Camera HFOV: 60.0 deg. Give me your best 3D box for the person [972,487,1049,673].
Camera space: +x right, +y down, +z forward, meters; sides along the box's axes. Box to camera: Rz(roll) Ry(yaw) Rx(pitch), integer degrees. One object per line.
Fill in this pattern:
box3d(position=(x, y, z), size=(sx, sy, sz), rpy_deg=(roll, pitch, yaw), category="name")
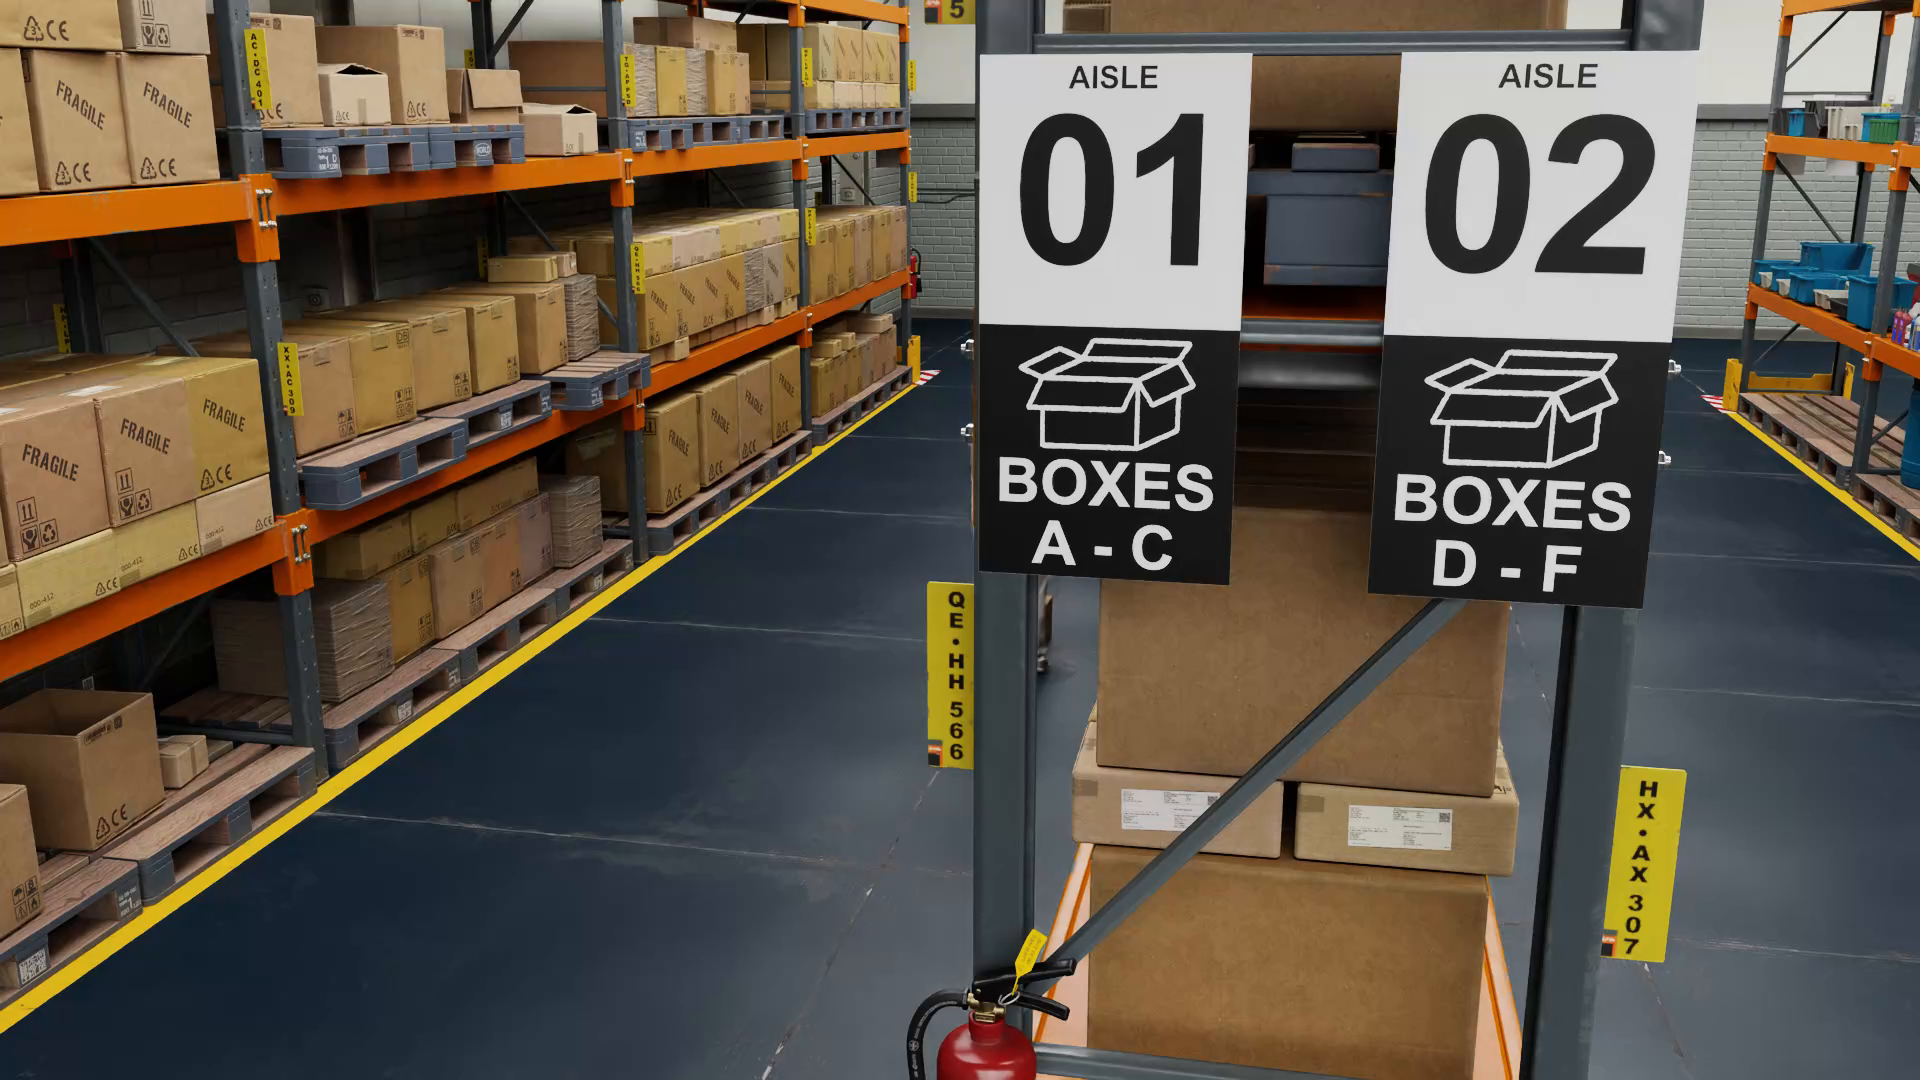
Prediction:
box3d(position=(0.304, -0.086, 9.311), size=(0.474, 1.694, 0.345), rpy_deg=(3, 15, 11), category="person")
